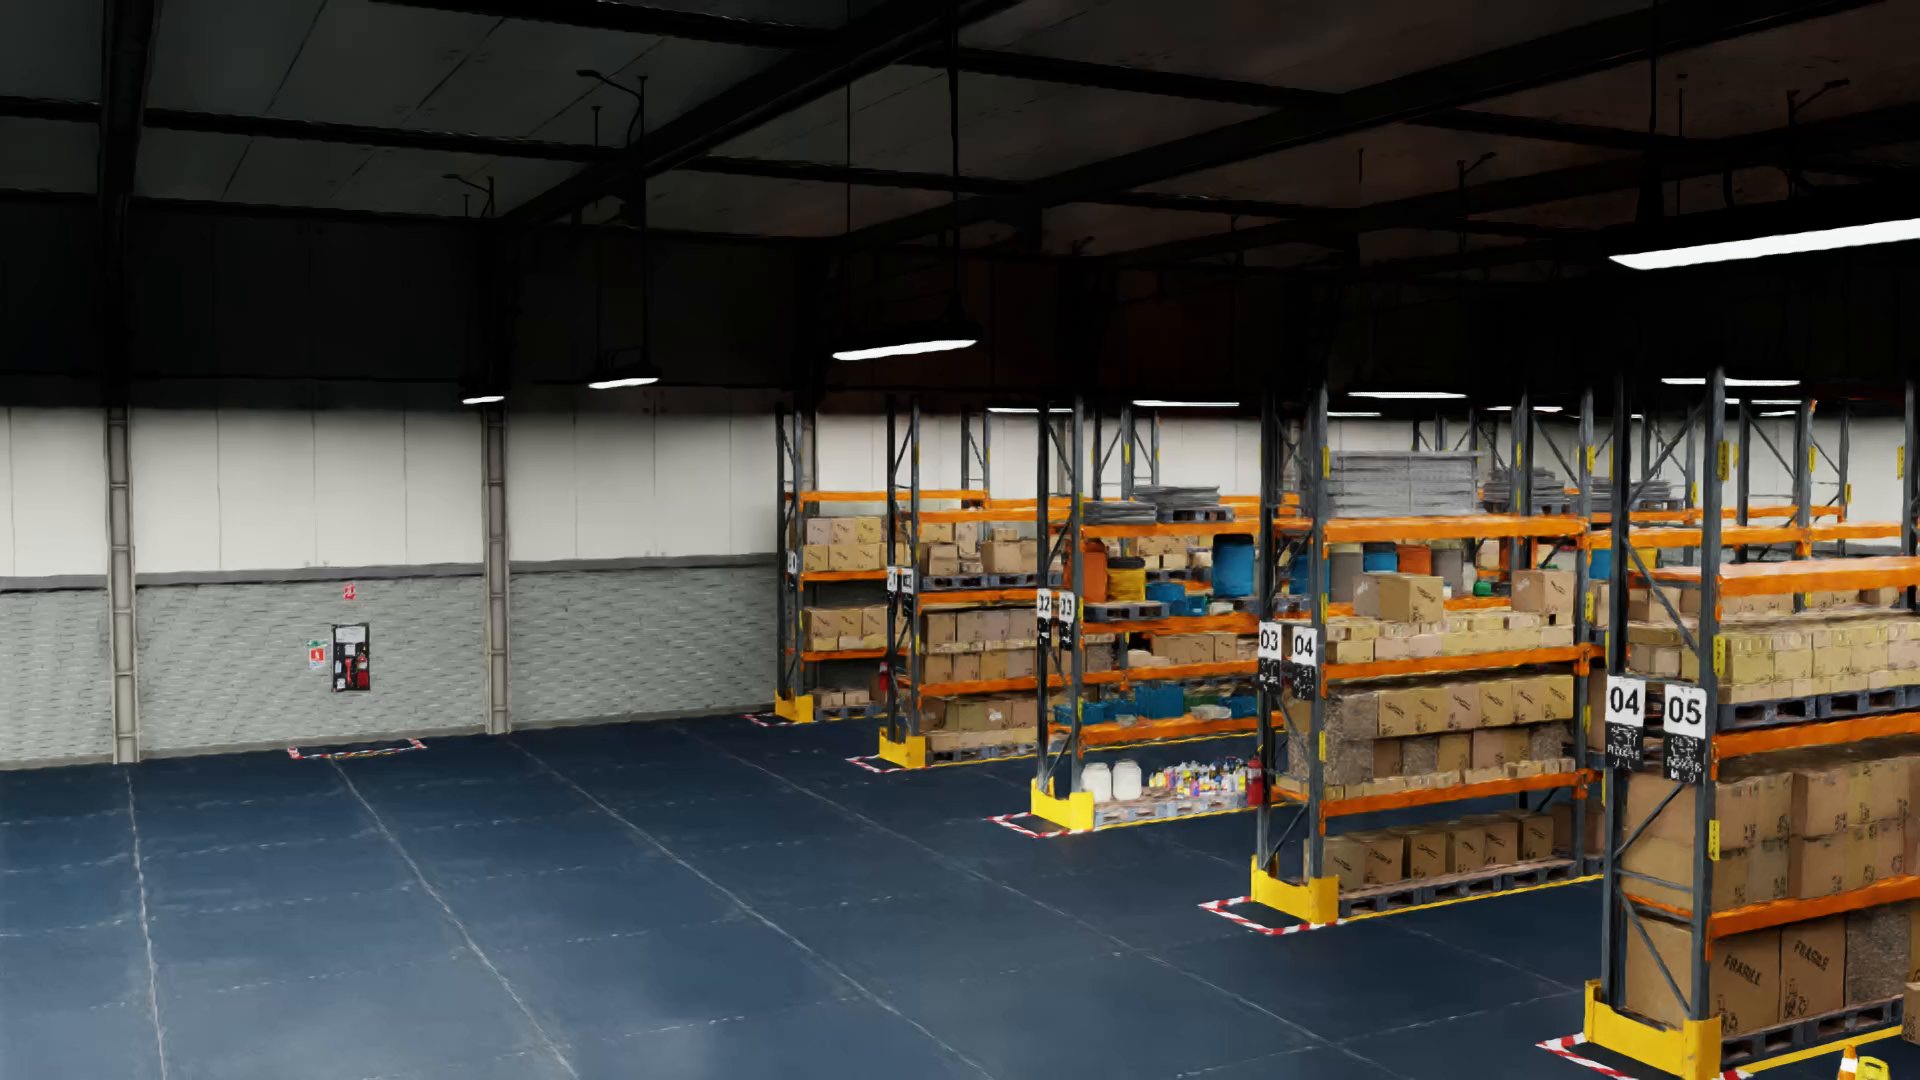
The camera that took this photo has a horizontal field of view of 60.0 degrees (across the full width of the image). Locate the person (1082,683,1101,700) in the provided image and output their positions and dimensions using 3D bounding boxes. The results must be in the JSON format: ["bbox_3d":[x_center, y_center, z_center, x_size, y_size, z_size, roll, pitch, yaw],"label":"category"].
[{"bbox_3d":[2.371,2.640,30.970,1.037,1.517,0.417,-2,4,-25],"label":"person"}]
